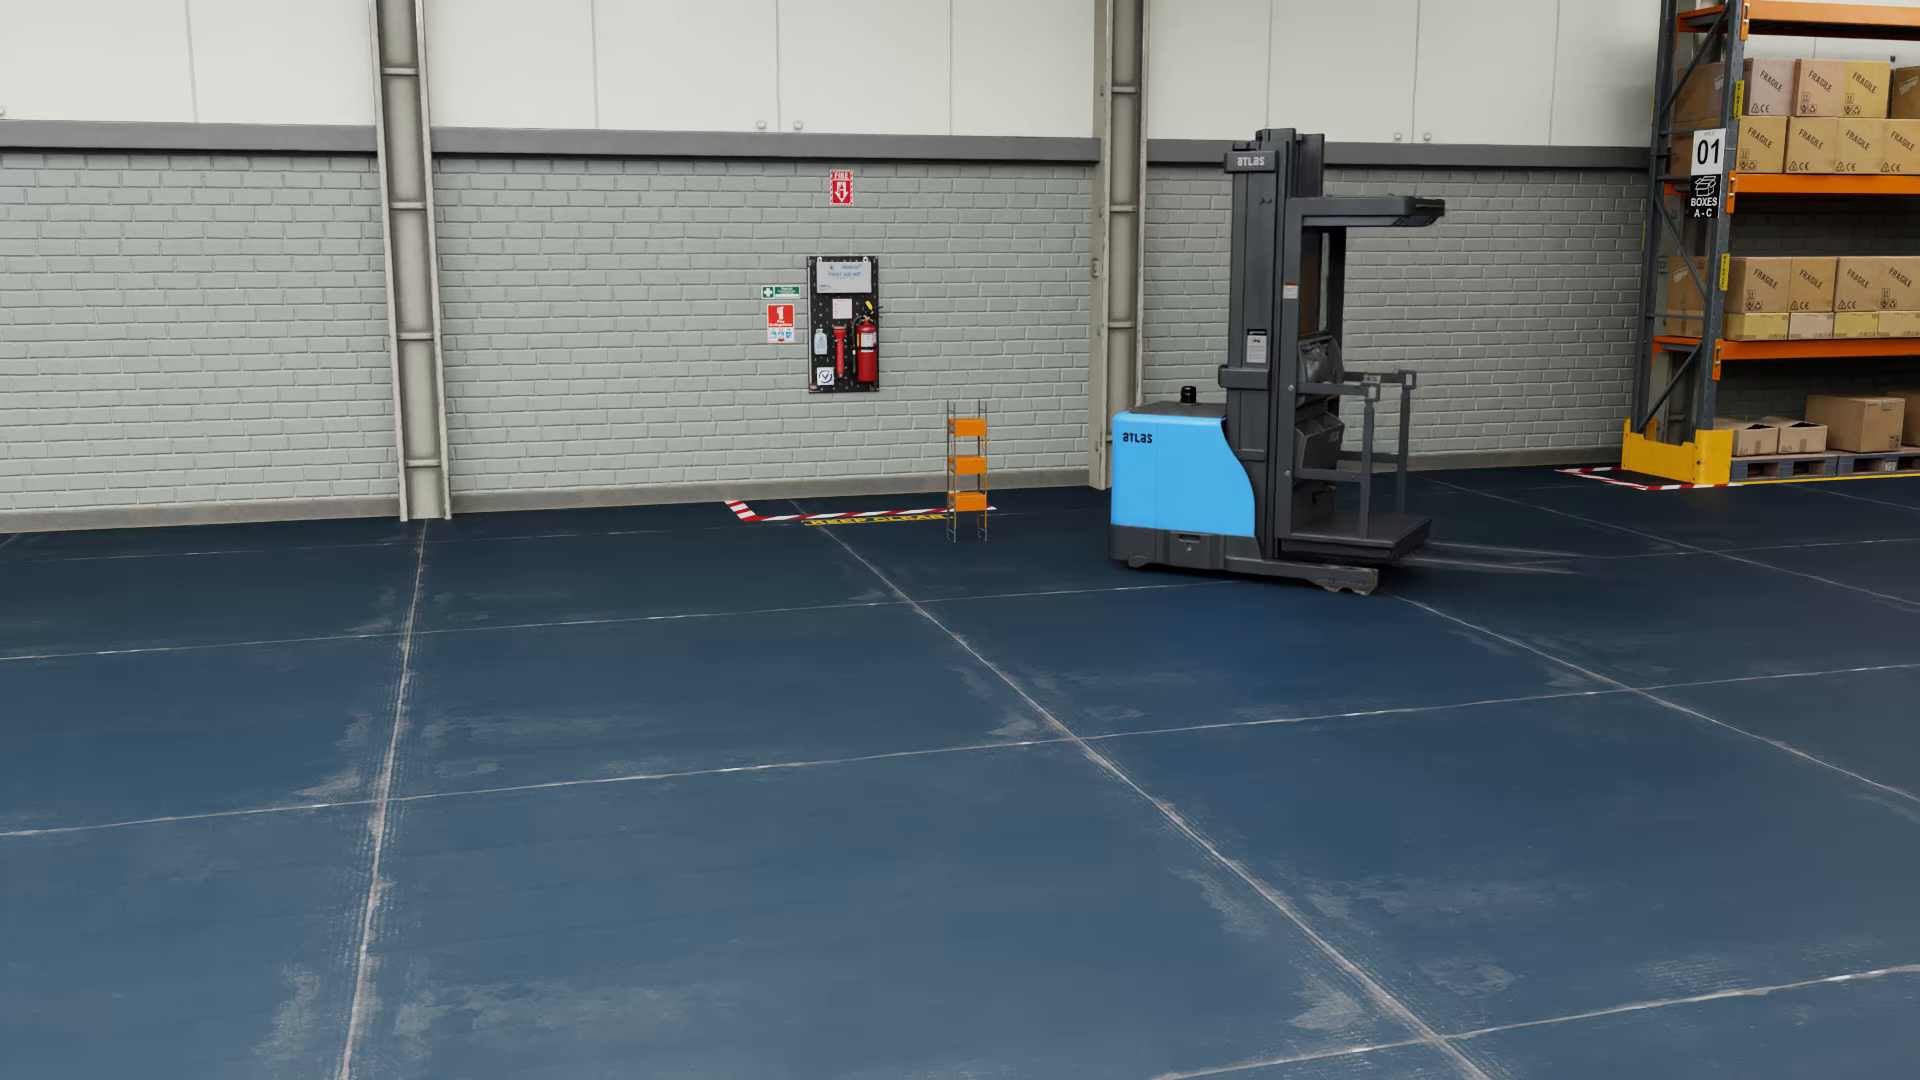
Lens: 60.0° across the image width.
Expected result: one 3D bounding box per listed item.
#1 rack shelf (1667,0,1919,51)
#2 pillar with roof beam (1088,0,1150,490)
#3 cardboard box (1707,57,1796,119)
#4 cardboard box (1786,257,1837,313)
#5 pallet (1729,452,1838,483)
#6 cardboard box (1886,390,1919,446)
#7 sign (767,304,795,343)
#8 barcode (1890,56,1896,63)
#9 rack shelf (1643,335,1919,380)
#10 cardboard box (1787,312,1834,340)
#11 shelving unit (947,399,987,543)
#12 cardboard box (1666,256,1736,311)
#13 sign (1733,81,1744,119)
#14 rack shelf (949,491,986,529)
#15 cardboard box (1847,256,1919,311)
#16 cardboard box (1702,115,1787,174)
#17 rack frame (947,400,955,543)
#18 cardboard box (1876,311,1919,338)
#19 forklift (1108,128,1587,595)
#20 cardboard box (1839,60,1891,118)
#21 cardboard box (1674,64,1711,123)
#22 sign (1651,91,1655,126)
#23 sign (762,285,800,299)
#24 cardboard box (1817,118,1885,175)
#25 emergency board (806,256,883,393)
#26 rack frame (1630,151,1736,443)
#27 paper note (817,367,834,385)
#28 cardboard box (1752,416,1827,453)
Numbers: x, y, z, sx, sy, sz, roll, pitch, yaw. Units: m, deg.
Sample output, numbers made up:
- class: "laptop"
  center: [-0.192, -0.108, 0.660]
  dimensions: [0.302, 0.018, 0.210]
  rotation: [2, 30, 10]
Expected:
- class: "rack shelf"
  center: [8.659, -4.781, 15.658]
  dimensions: [4.000, 0.370, 1.077]
  rotation: [-3, 11, -16]
- class: "pillar with roof beam"
  center: [2.612, -4.169, 10.338]
  dimensions: [0.400, 9.000, 9.100]
  rotation: [-3, 11, -16]
- class: "cardboard box"
  center: [7.177, -4.088, 15.090]
  dimensions: [0.500, 0.500, 0.500]
  rotation: [-4, 11, -20]
- class: "cardboard box"
  center: [7.759, -2.385, 15.504]
  dimensions: [0.500, 0.500, 0.500]
  rotation: [-3, 11, -16]
- class: "pallet"
  center: [7.602, -0.752, 16.050]
  dimensions: [1.213, 0.211, 1.003]
  rotation: [-3, 11, -16]
- class: "cardboard box"
  center: [9.594, -1.215, 16.549]
  dimensions: [0.500, 0.500, 0.500]
  rotation: [-4, 11, -20]
- class: "sign"
  center: [-1.535, -1.856, 14.245]
  dimensions: [0.234, 0.329, 0.001]
  rotation: [-3, 11, -16]
- class: "barcode"
  center: [9.125, -4.701, 16.266]
  dimensions: [0.075, 0.075, 0.001]
  rotation: [-3, 11, -16]
- class: "rack shelf"
  center: [8.659, -1.832, 16.201]
  dimensions: [4.000, 0.370, 1.077]
  rotation: [-3, 11, -16]
- class: "cardboard box"
  center: [7.791, -2.019, 15.589]
  dimensions: [0.500, 0.250, 0.500]
  rotation: [-3, 11, -18]
- class: "shelving unit"
  center: [0.051, -0.519, 12.466]
  dimensions: [0.252, 1.050, 0.215]
  rotation: [-3, 11, -16]
- class: "cardboard box"
  center: [7.132, -2.451, 15.860]
  dimensions: [0.500, 0.500, 0.500]
  rotation: [-3, 11, -17]
- class: "sign"
  center: [6.891, -3.896, 14.723]
  dimensions: [0.005, 0.325, 0.100]
  rotation: [-3, 11, -16]
- class: "rack shelf"
  center: [0.051, -0.235, 12.518]
  dimensions: [0.240, 0.259, 0.215]
  rotation: [-3, 11, -16]
- class: "cardboard box"
  center: [8.749, -2.438, 15.793]
  dimensions: [0.500, 0.500, 0.500]
  rotation: [-3, 11, -14]
- class: "cardboard box"
  center: [7.130, -3.593, 15.160]
  dimensions: [0.500, 0.500, 0.500]
  rotation: [-3, 11, -14]
- class: "rack frame"
  center: [-0.066, -0.513, 12.433]
  dimensions: [0.008, 1.050, 0.200]
  rotation: [-3, 11, -16]
- class: "cardboard box"
  center: [8.767, -2.069, 15.860]
  dimensions: [0.500, 0.250, 0.500]
  rotation: [-3, 11, -15]
- class: "forklift"
  center: [2.573, -1.200, 10.971]
  dimensions: [3.031, 2.935, 1.130]
  rotation: [5, 12, 27]
- class: "cardboard box"
  center: [8.161, -4.133, 15.331]
  dimensions: [0.500, 0.500, 0.500]
  rotation: [-3, 11, -14]
- class: "cardboard box"
  center: [7.080, -4.178, 15.579]
  dimensions: [0.500, 0.500, 0.500]
  rotation: [-3, 11, -13]
- class: "sign"
  center: [6.603, -4.093, 15.764]
  dimensions: [0.005, 0.325, 0.100]
  rotation: [-3, 11, -16]
- class: "sign"
  center: [-1.528, -2.115, 14.190]
  dimensions: [0.331, 0.109, 0.001]
  rotation: [-3, 11, -16]
- class: "cardboard box"
  center: [8.153, -3.640, 15.420]
  dimensions: [0.500, 0.500, 0.500]
  rotation: [-2, 11, -13]
- class: "emergency board"
  center: [-0.975, -1.849, 14.303]
  dimensions: [0.643, 1.169, 0.194]
  rotation: [-3, 11, -16]
- class: "rack frame"
  center: [6.739, -2.085, 15.586]
  dimensions: [0.127, 3.000, 1.000]
  rotation: [-3, 11, -16]
- class: "paper note"
  center: [-1.164, -1.418, 14.399]
  dimensions: [0.142, 0.148, 0.016]
  rotation: [-3, 11, -16]
- class: "cardboard box"
  center: [7.976, -1.027, 16.052]
  dimensions: [0.500, 0.311, 0.500]
  rotation: [-2, 11, -11]
